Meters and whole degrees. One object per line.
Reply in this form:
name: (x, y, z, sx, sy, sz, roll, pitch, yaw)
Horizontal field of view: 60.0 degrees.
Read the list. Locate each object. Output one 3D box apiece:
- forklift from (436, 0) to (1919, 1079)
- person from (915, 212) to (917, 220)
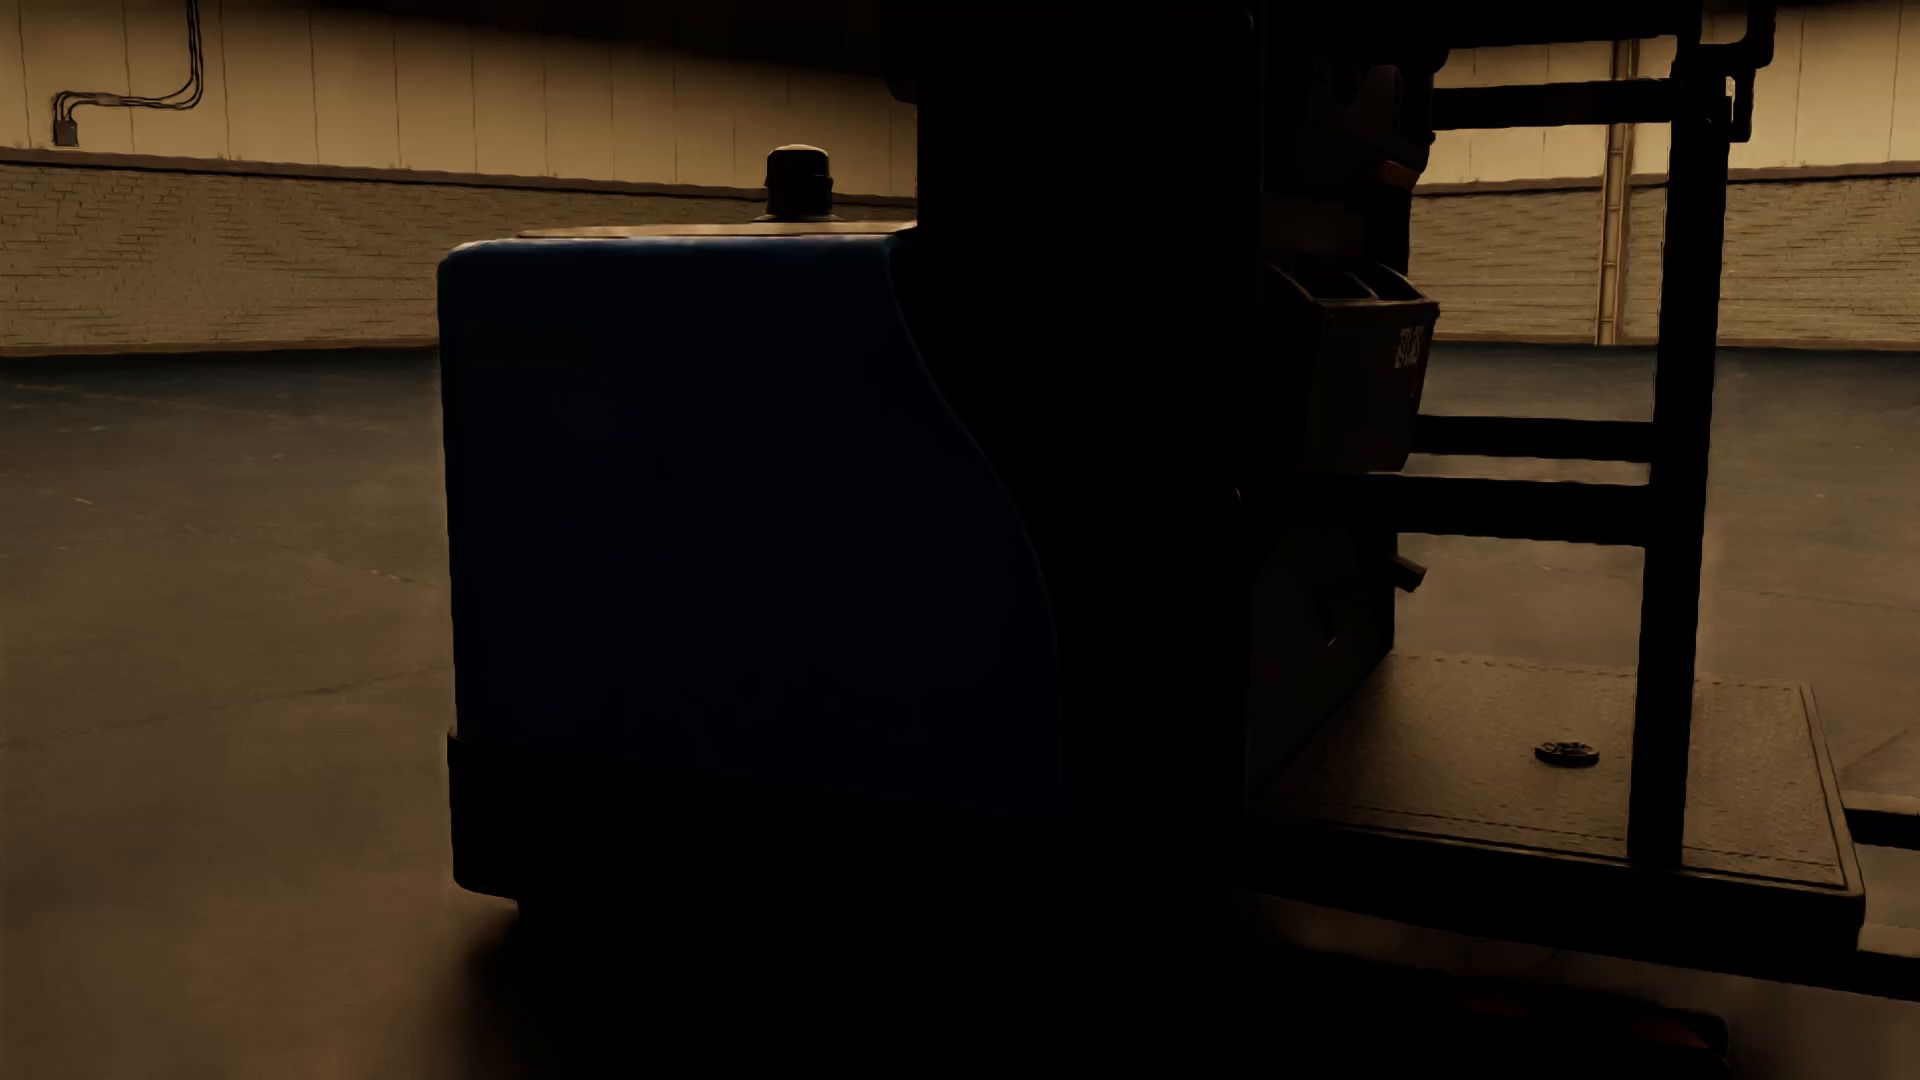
forklift: (0.751, -0.815, 2.287, 3.031, 2.935, 1.130, 4, 9, 24)
person: (-0.046, -0.888, 6.636, 0.576, 1.766, 0.665, 8, 12, 43)
